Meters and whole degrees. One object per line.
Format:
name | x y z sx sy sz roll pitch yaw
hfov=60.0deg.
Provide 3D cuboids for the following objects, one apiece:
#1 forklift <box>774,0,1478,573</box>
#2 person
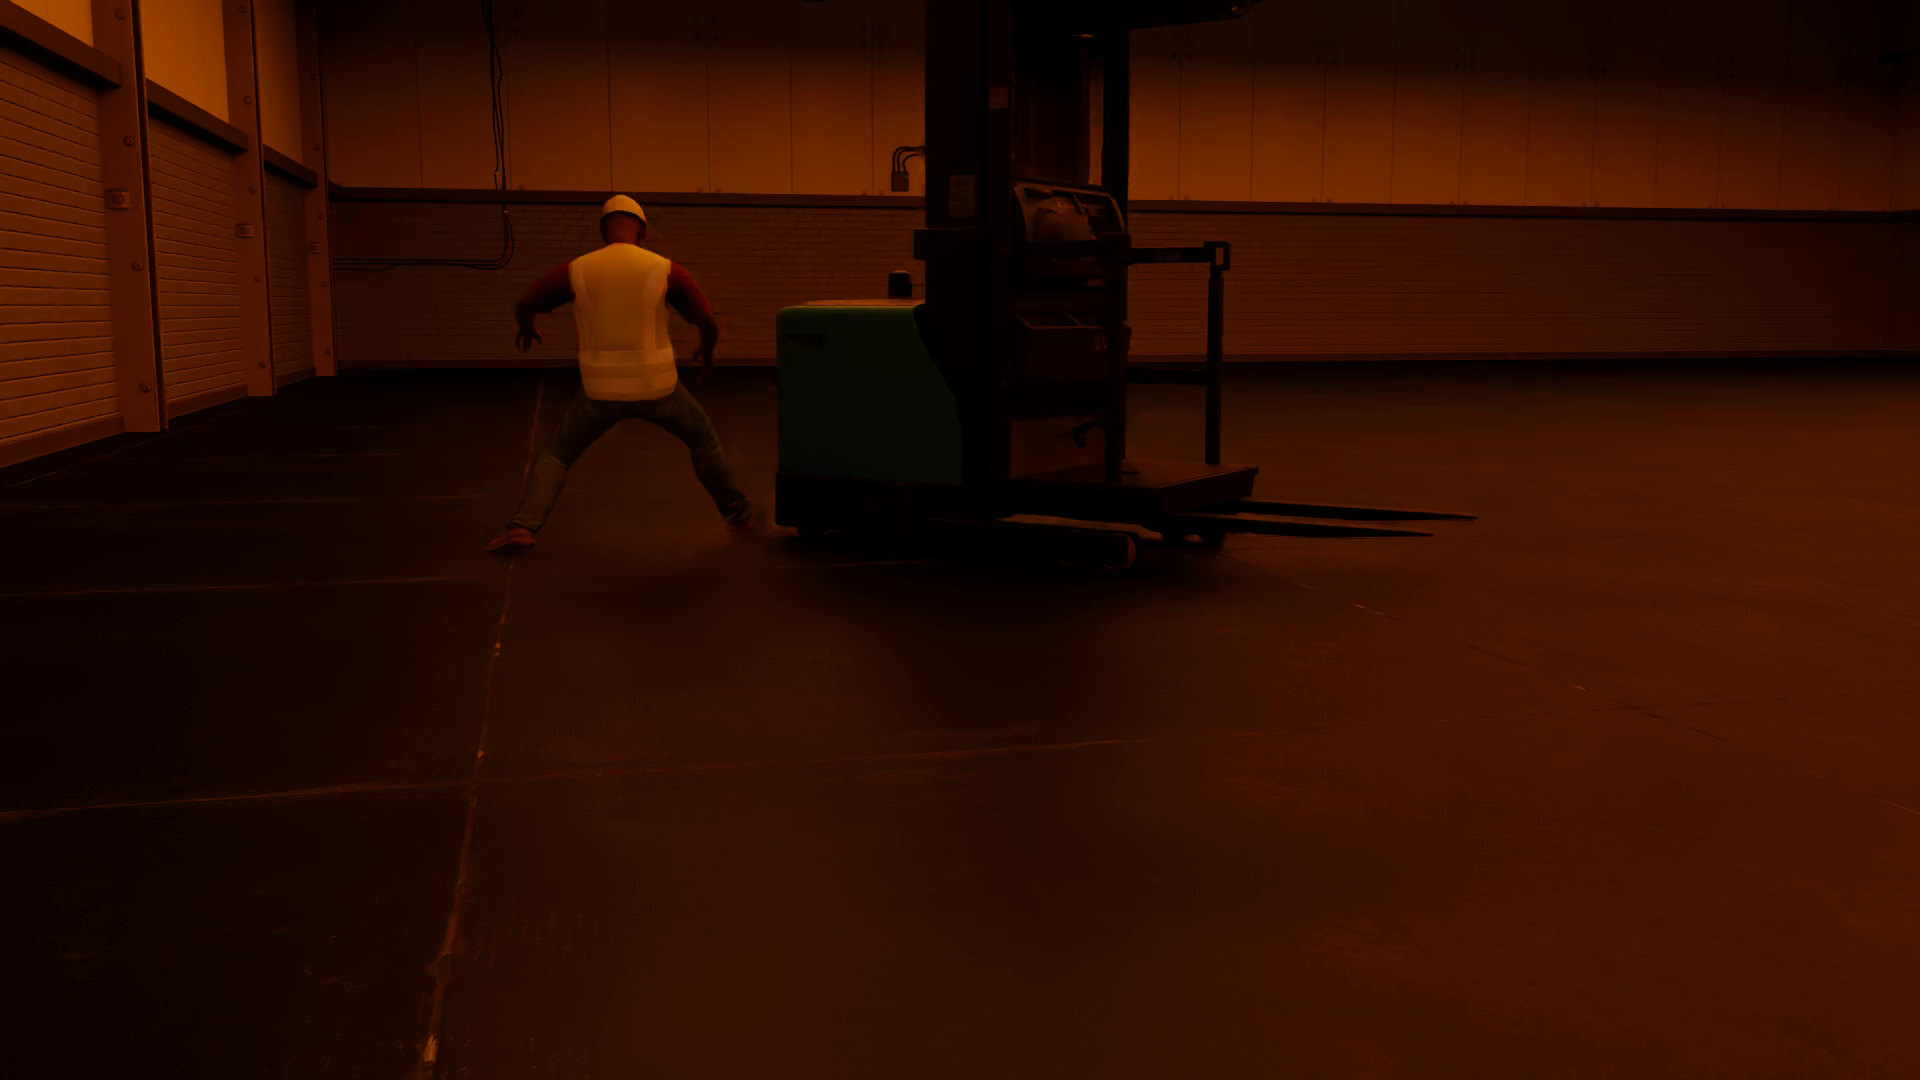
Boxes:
forklift | 0.662 -1.402 7.152 3.031 2.935 1.130 5 9 32
person | -1.536 -0.764 7.550 1.123 1.572 1.003 0 8 -3
